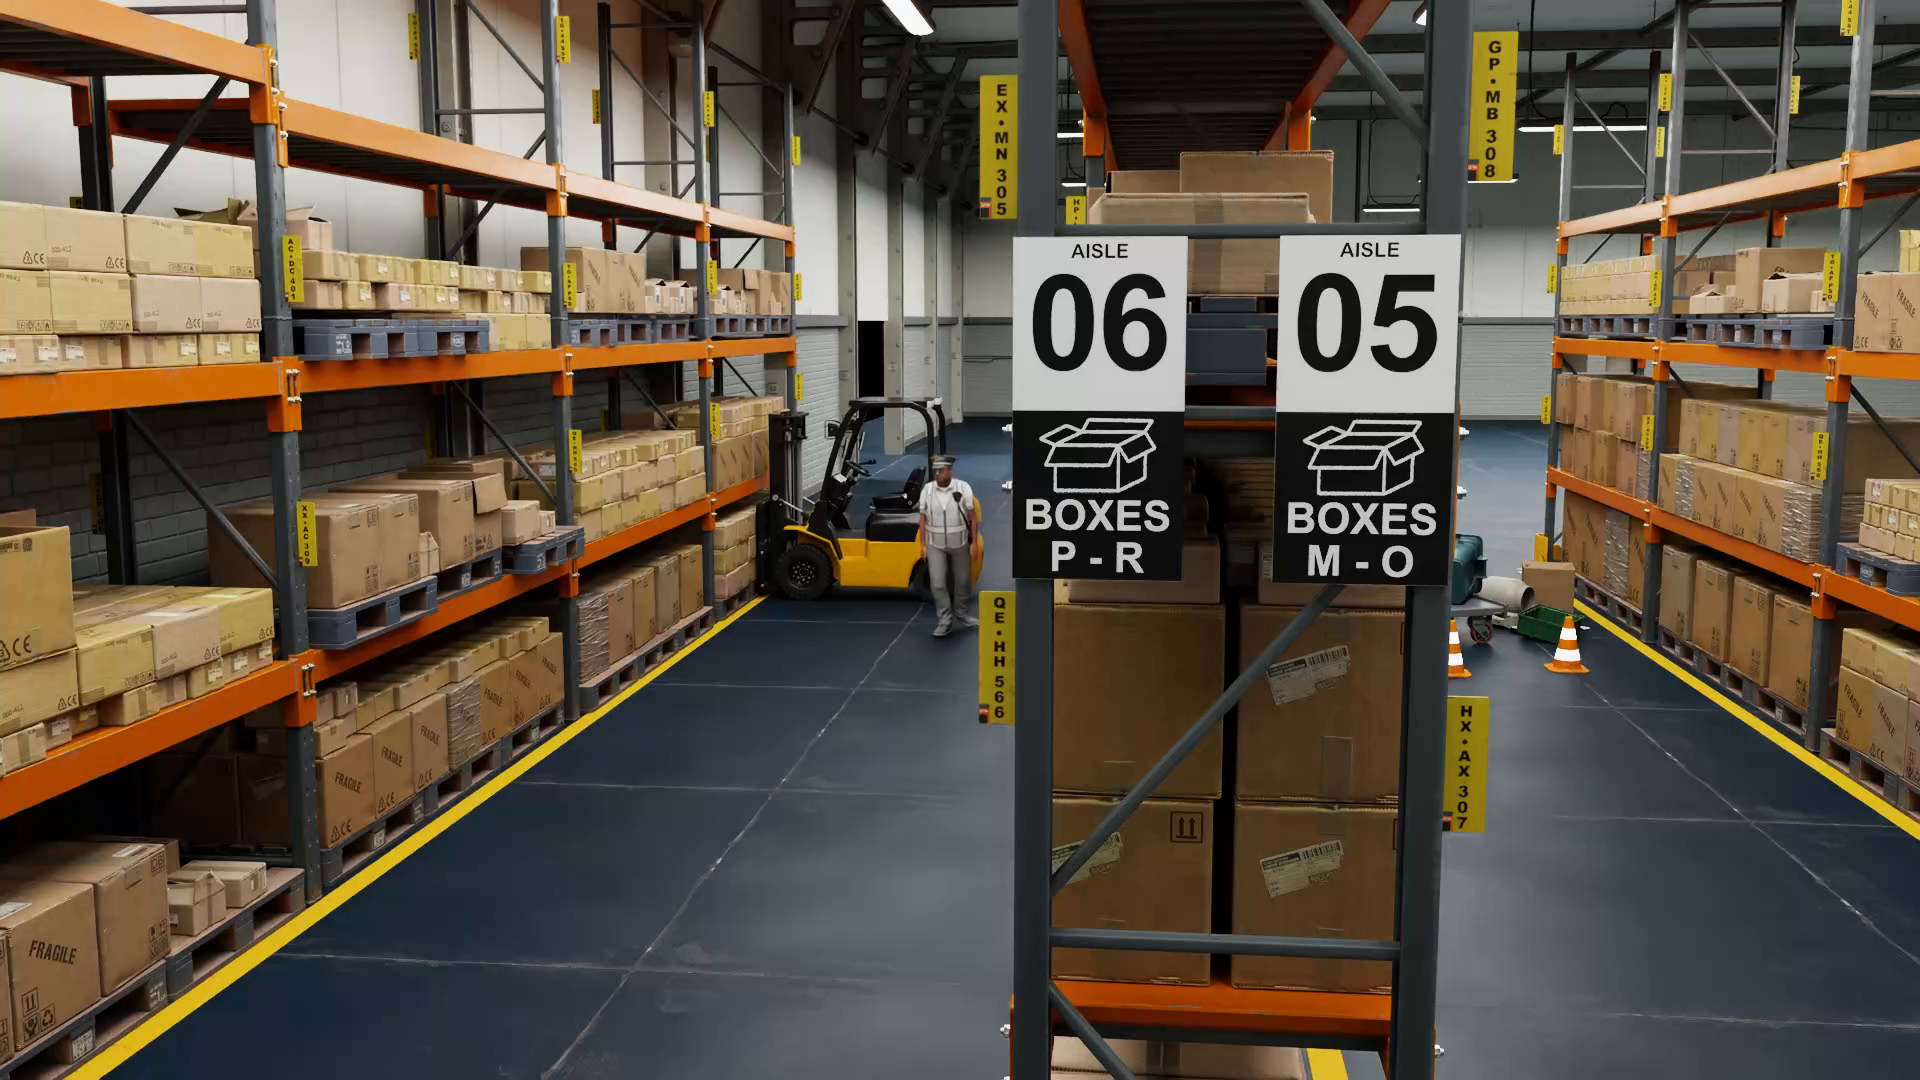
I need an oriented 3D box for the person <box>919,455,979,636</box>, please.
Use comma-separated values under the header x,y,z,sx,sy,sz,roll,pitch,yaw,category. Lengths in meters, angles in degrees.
x,y,z,sx,sy,sz,roll,pitch,yaw,category
-0.092,0.032,16.009,0.602,1.740,0.593,1,8,4,person
